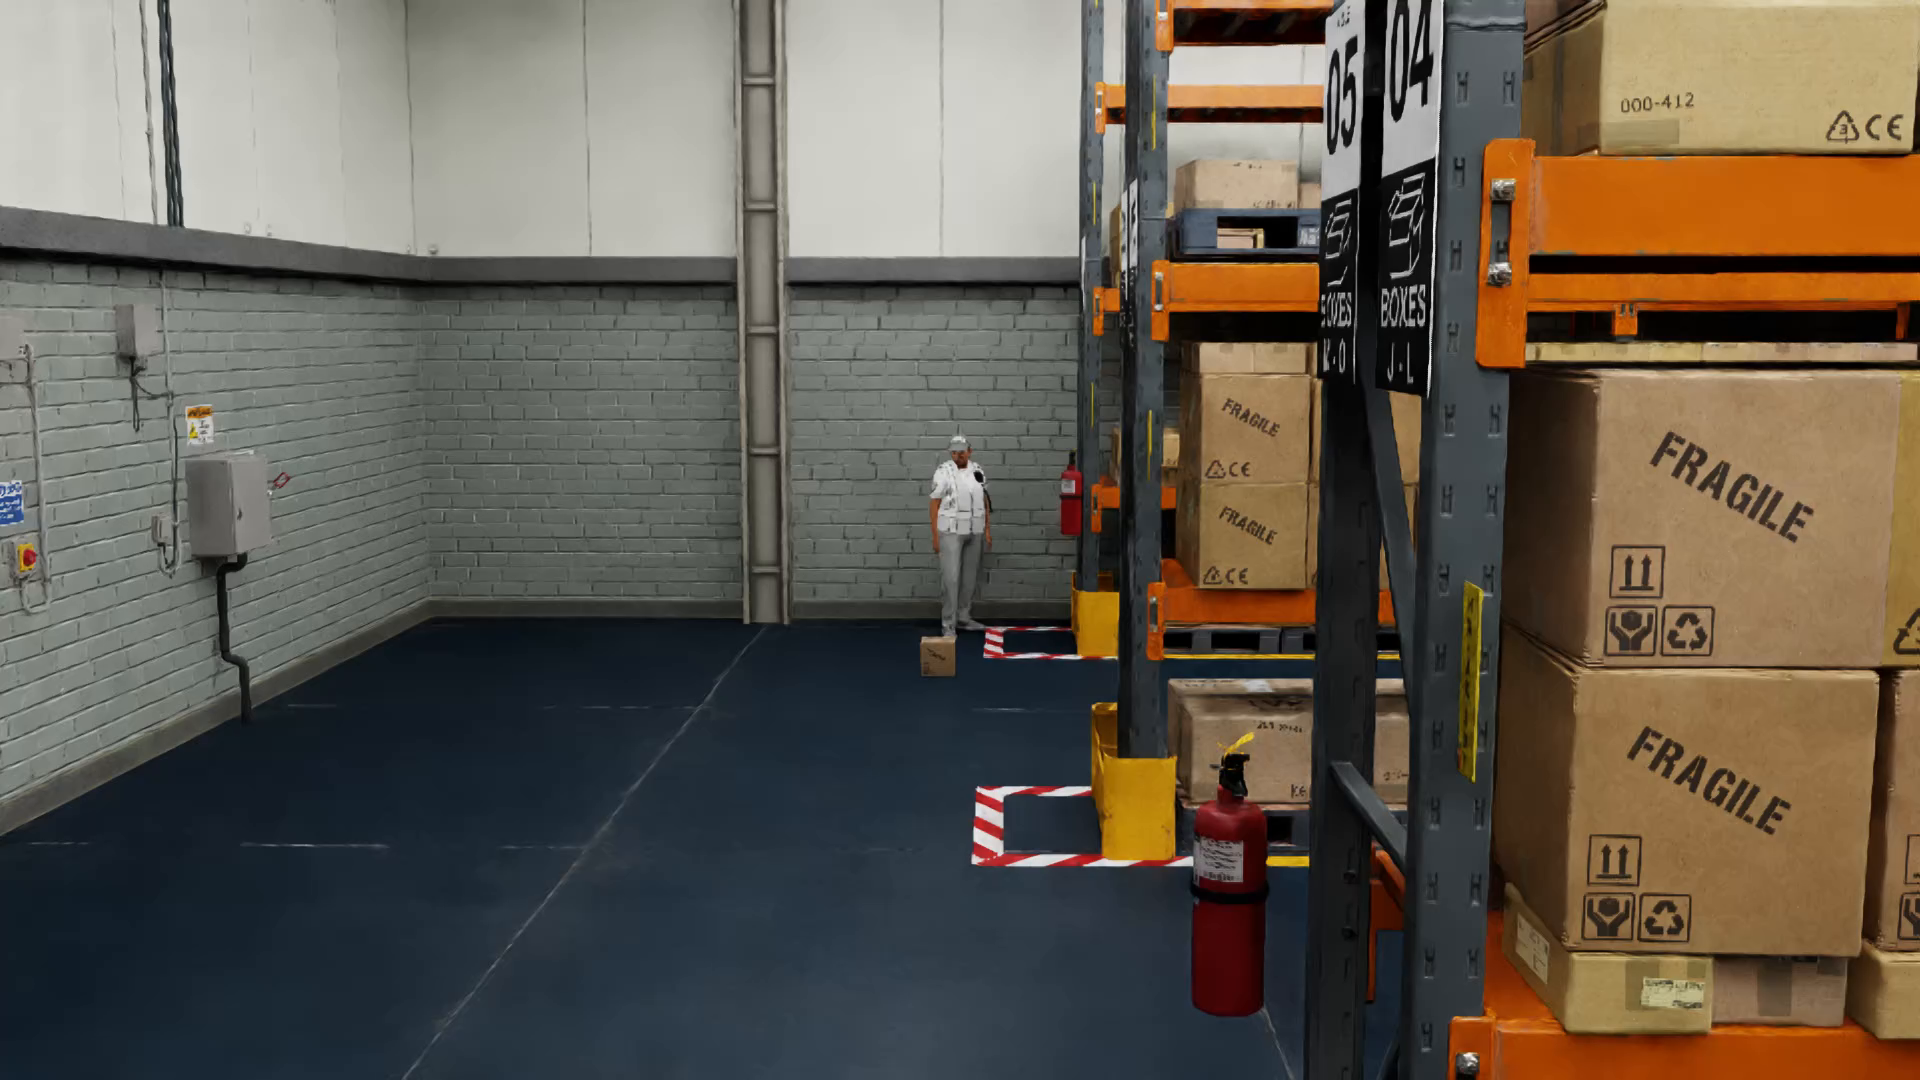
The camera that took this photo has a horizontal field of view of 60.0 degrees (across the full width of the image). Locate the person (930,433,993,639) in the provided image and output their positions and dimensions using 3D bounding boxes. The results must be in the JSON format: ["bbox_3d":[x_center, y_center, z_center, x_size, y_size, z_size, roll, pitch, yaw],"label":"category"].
[{"bbox_3d":[0.004,-0.019,13.630,0.515,1.727,0.455,-5,9,-34],"label":"person"}]
